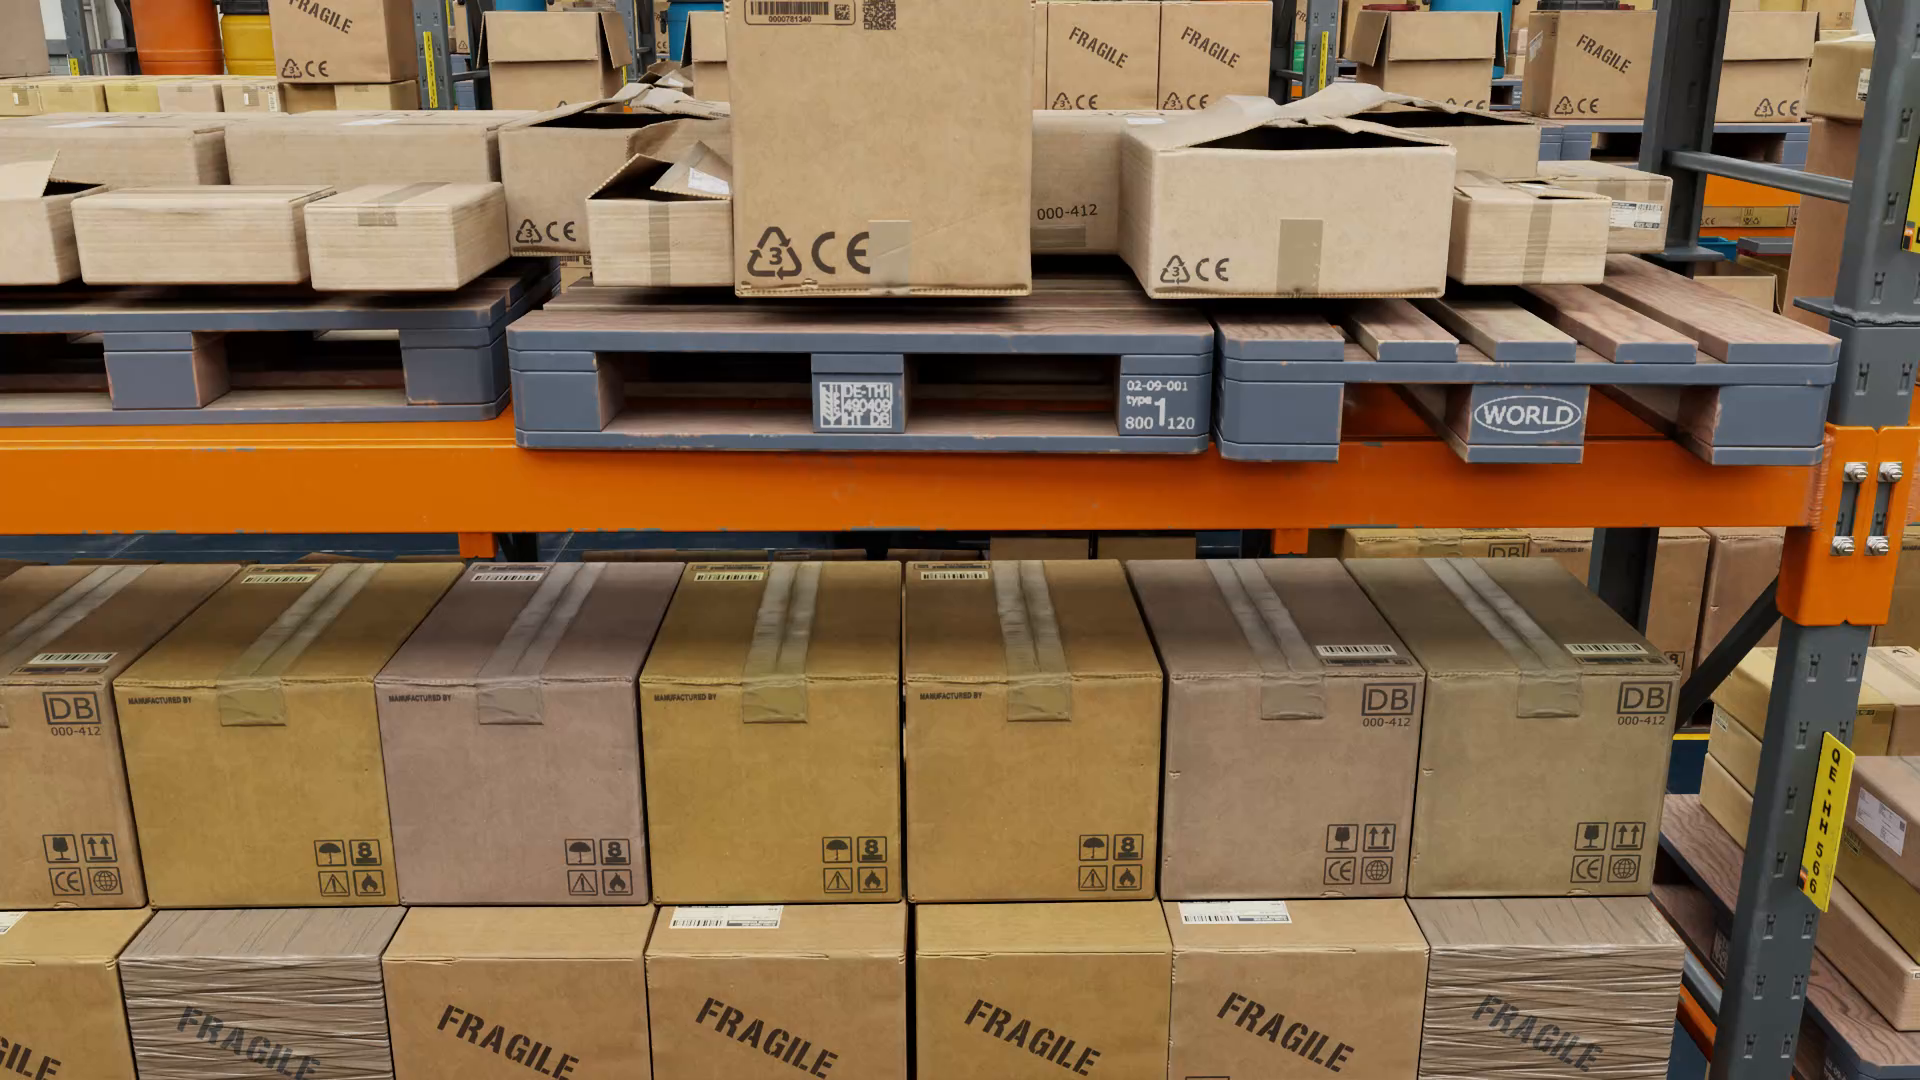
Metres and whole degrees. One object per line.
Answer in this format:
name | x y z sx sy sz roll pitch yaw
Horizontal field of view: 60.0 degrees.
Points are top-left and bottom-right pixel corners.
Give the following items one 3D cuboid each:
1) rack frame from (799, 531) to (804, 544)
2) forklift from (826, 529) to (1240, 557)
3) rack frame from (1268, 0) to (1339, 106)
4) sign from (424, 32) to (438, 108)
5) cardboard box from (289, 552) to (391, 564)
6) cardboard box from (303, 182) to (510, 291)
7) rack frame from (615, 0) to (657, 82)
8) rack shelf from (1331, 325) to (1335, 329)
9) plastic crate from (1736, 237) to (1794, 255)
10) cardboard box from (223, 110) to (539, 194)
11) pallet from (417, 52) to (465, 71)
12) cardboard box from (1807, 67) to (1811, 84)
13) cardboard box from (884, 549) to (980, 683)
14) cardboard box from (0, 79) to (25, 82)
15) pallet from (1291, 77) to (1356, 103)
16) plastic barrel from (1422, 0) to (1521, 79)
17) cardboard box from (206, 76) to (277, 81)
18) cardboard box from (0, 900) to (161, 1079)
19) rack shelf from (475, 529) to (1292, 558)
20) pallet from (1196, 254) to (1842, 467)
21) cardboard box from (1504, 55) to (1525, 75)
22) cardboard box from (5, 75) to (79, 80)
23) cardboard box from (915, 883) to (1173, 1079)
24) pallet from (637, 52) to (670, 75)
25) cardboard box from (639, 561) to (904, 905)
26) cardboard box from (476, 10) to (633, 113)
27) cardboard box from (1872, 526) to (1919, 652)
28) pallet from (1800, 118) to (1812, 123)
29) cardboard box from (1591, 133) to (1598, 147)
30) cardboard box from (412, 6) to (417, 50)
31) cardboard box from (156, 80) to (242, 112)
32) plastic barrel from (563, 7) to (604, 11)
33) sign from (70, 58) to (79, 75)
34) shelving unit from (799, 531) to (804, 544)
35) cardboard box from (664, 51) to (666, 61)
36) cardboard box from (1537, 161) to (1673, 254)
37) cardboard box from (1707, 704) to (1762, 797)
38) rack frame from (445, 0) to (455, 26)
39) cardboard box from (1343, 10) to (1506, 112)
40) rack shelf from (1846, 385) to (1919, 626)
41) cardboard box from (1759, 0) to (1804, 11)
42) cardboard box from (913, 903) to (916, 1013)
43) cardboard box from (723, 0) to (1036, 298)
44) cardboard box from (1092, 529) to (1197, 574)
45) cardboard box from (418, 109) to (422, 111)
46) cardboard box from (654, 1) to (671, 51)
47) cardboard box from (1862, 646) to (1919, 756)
rack frame | -1.122 -0.437 11.437 0.006 0.900 0.240 -2 18 2
forklift | 0.627 -1.392 11.088 3.031 2.935 1.130 0 18 1
rack frame | 1.624 -3.463 7.612 0.127 3.000 1.000 0 18 -1
sign | -2.359 -2.096 7.414 0.005 0.325 0.100 0 18 -1
cardboard box | -3.348 0.398 8.802 0.500 0.500 0.500 6 19 17
cardboard box | -0.993 -0.556 3.018 0.250 0.149 0.380 0 18 -1
rack frame | -2.453 -4.957 12.267 0.127 3.000 1.000 0 18 -1
rack shelf | 3.546 -1.787 13.384 4.000 0.370 1.077 0 18 -1
plastic crate | 6.442 -2.125 13.060 0.583 0.464 0.402 0 18 -1
cardboard box | -1.167 -0.750 3.457 0.500 0.250 0.500 0 18 -1
pallet | -5.820 -4.975 17.381 1.213 0.211 1.003 0 18 -1
cardboard box | 4.525 -2.234 8.149 0.500 0.311 0.500 -1 18 -3
cardboard box | -0.167 0.395 8.778 0.500 0.500 0.700 1 18 4
cardboard box | -4.546 -2.057 7.731 0.250 0.149 0.380 0 18 -1
pallet | 2.312 -3.432 12.733 1.213 0.211 1.003 0 18 -1
plastic barrel | 3.841 -3.951 12.534 0.708 0.901 0.600 0 18 -1
cardboard box | -3.487 -2.195 8.163 0.250 0.149 0.380 0 18 1
cardboard box | -1.868 0.960 3.481 0.500 0.500 0.500 0 18 0
rack shelf | -0.376 -0.254 8.608 4.000 0.370 1.077 0 18 -1
pallet | 0.959 -0.410 3.315 1.003 0.211 1.213 1 18 2
cardboard box | 5.961 -4.935 17.356 0.500 0.250 0.500 0 18 -1
cardboard box | -4.526 -2.203 8.186 0.250 0.149 0.380 -1 18 -4
cardboard box | 0.157 0.950 3.513 0.500 0.500 0.500 -1 18 -2
pallet | -3.380 -4.987 17.418 1.213 0.211 1.003 0 18 -1
cardboard box | -0.377 0.393 3.612 0.500 0.500 0.700 0 18 -1
cardboard box | -1.904 -2.237 7.843 0.637 0.503 0.797 -1 18 -4
cardboard box | 4.984 0.195 8.820 0.875 0.875 1.225 0 18 -1
pallet | 4.708 -1.944 8.099 1.217 0.209 0.805 -1 18 -3
cardboard box | 6.463 -4.094 17.599 0.500 0.500 0.500 -1 18 -3
cardboard box | -5.953 -5.339 17.285 0.637 0.503 0.797 1 18 3
cardboard box | -3.489 -2.034 7.660 0.250 0.149 0.380 -1 18 -3
plastic barrel | -2.887 -3.840 12.825 0.421 0.512 0.421 0 18 0
sign | -6.449 -3.345 12.140 0.005 0.325 0.100 0 18 -1
shelving unit | -1.020 -0.441 11.434 0.210 0.900 0.258 -2 18 2
cardboard box | -4.147 -6.675 22.339 0.500 0.500 0.500 0 18 -1
cardboard box | 1.265 -0.695 3.452 0.250 0.149 0.380 -1 18 -3
cardboard box | 2.088 0.545 4.174 0.250 0.149 0.380 0 18 0
rack frame | -6.609 -7.963 21.640 0.127 3.000 1.000 0 18 -1
cardboard box | 2.233 -2.309 8.068 0.637 0.503 0.797 1 18 2
rack shelf | 3.601 -0.187 3.486 4.000 0.370 1.077 0 18 -1
cardboard box | 8.456 -5.639 17.504 0.500 0.500 0.700 0 18 -1
cardboard box | 0.136 0.786 4.022 0.500 0.500 0.500 0 18 -1
cardboard box | -0.132 -0.721 2.959 0.500 0.500 0.500 0 18 -1
cardboard box | 0.955 0.029 8.690 0.500 0.250 0.500 0 18 1
cardboard box | -2.829 -2.020 8.270 0.500 0.250 0.500 -1 18 -3
cardboard box | -3.036 -5.434 17.584 0.500 0.500 0.500 1 18 4
cardboard box | 2.335 0.402 4.133 0.250 0.149 0.380 0 18 -2
